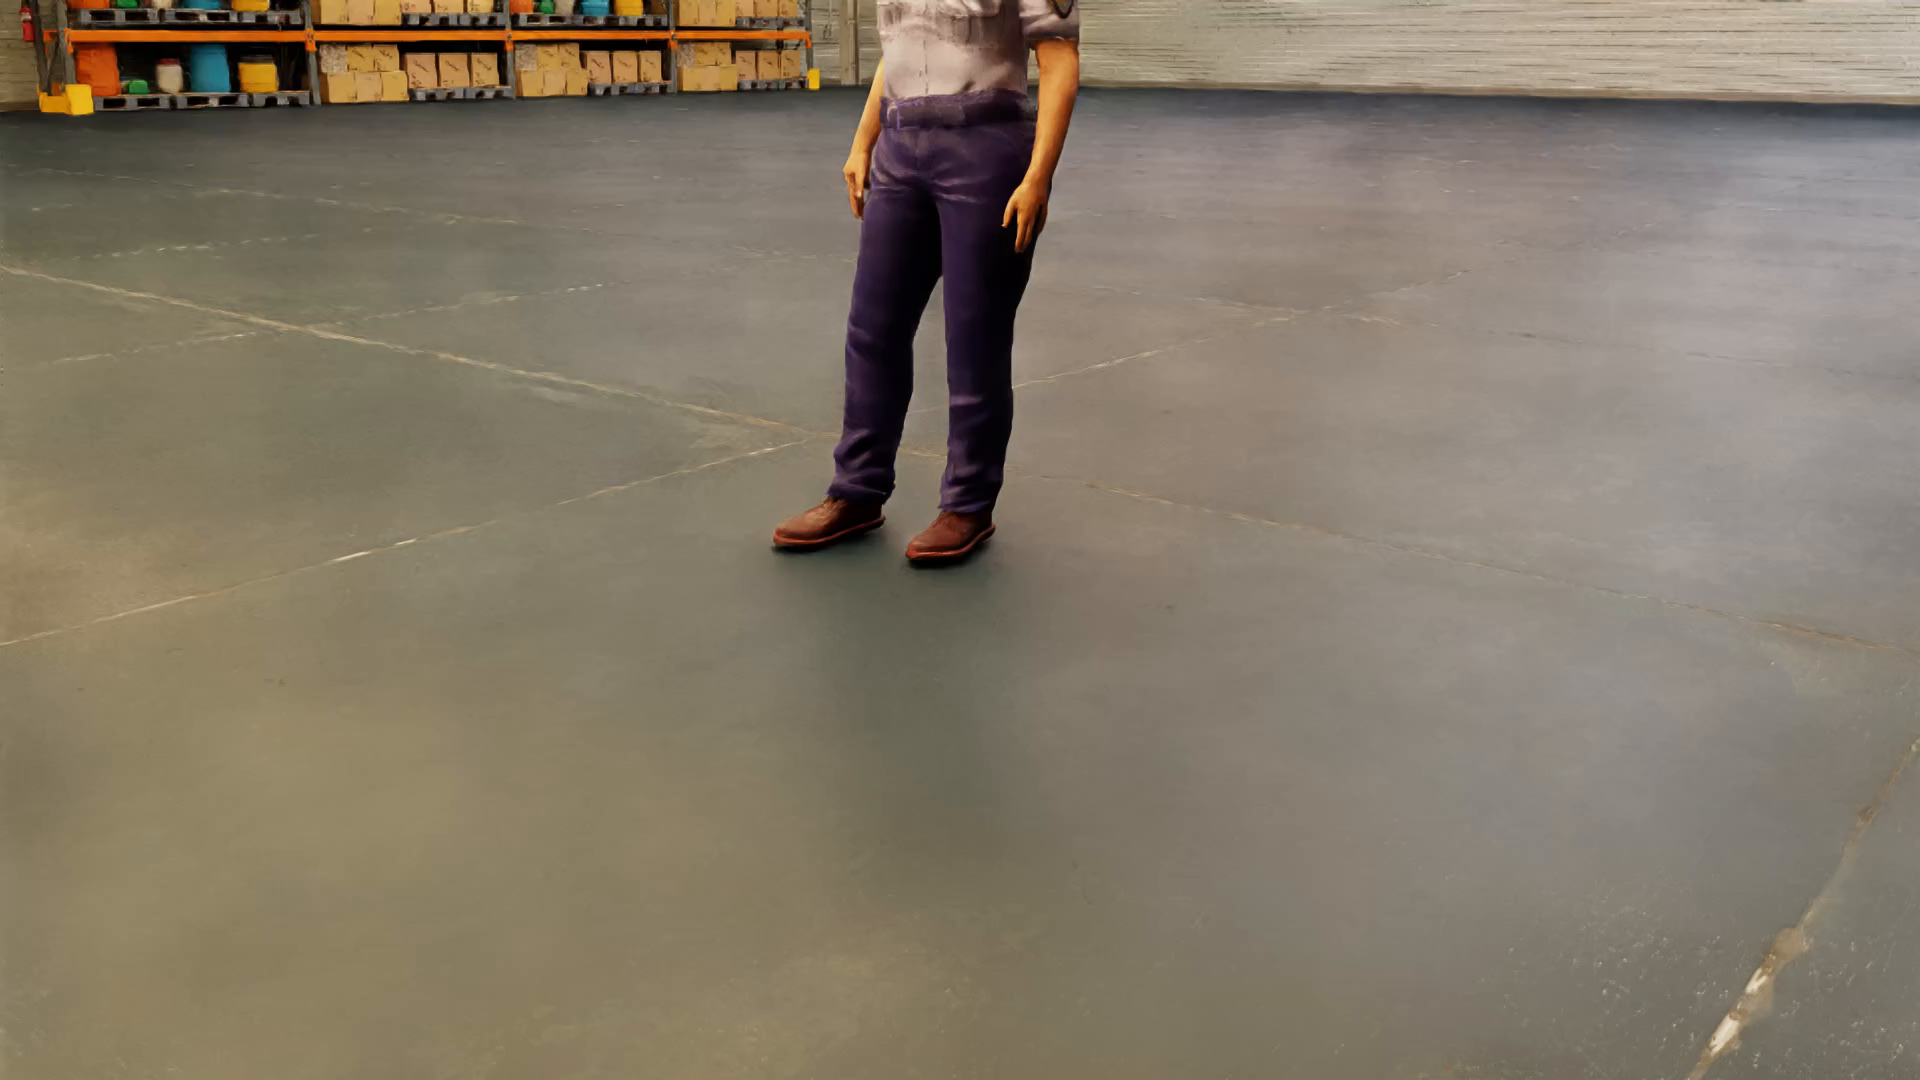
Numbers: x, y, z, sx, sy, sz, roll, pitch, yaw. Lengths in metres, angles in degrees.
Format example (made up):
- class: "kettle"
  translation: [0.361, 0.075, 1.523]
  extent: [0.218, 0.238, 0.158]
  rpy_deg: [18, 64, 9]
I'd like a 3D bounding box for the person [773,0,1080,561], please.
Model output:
- class: "person"
  translation: [-0.075, -0.779, 3.648]
  extent: [0.599, 1.650, 0.502]
  rpy_deg: [13, 21, 37]
